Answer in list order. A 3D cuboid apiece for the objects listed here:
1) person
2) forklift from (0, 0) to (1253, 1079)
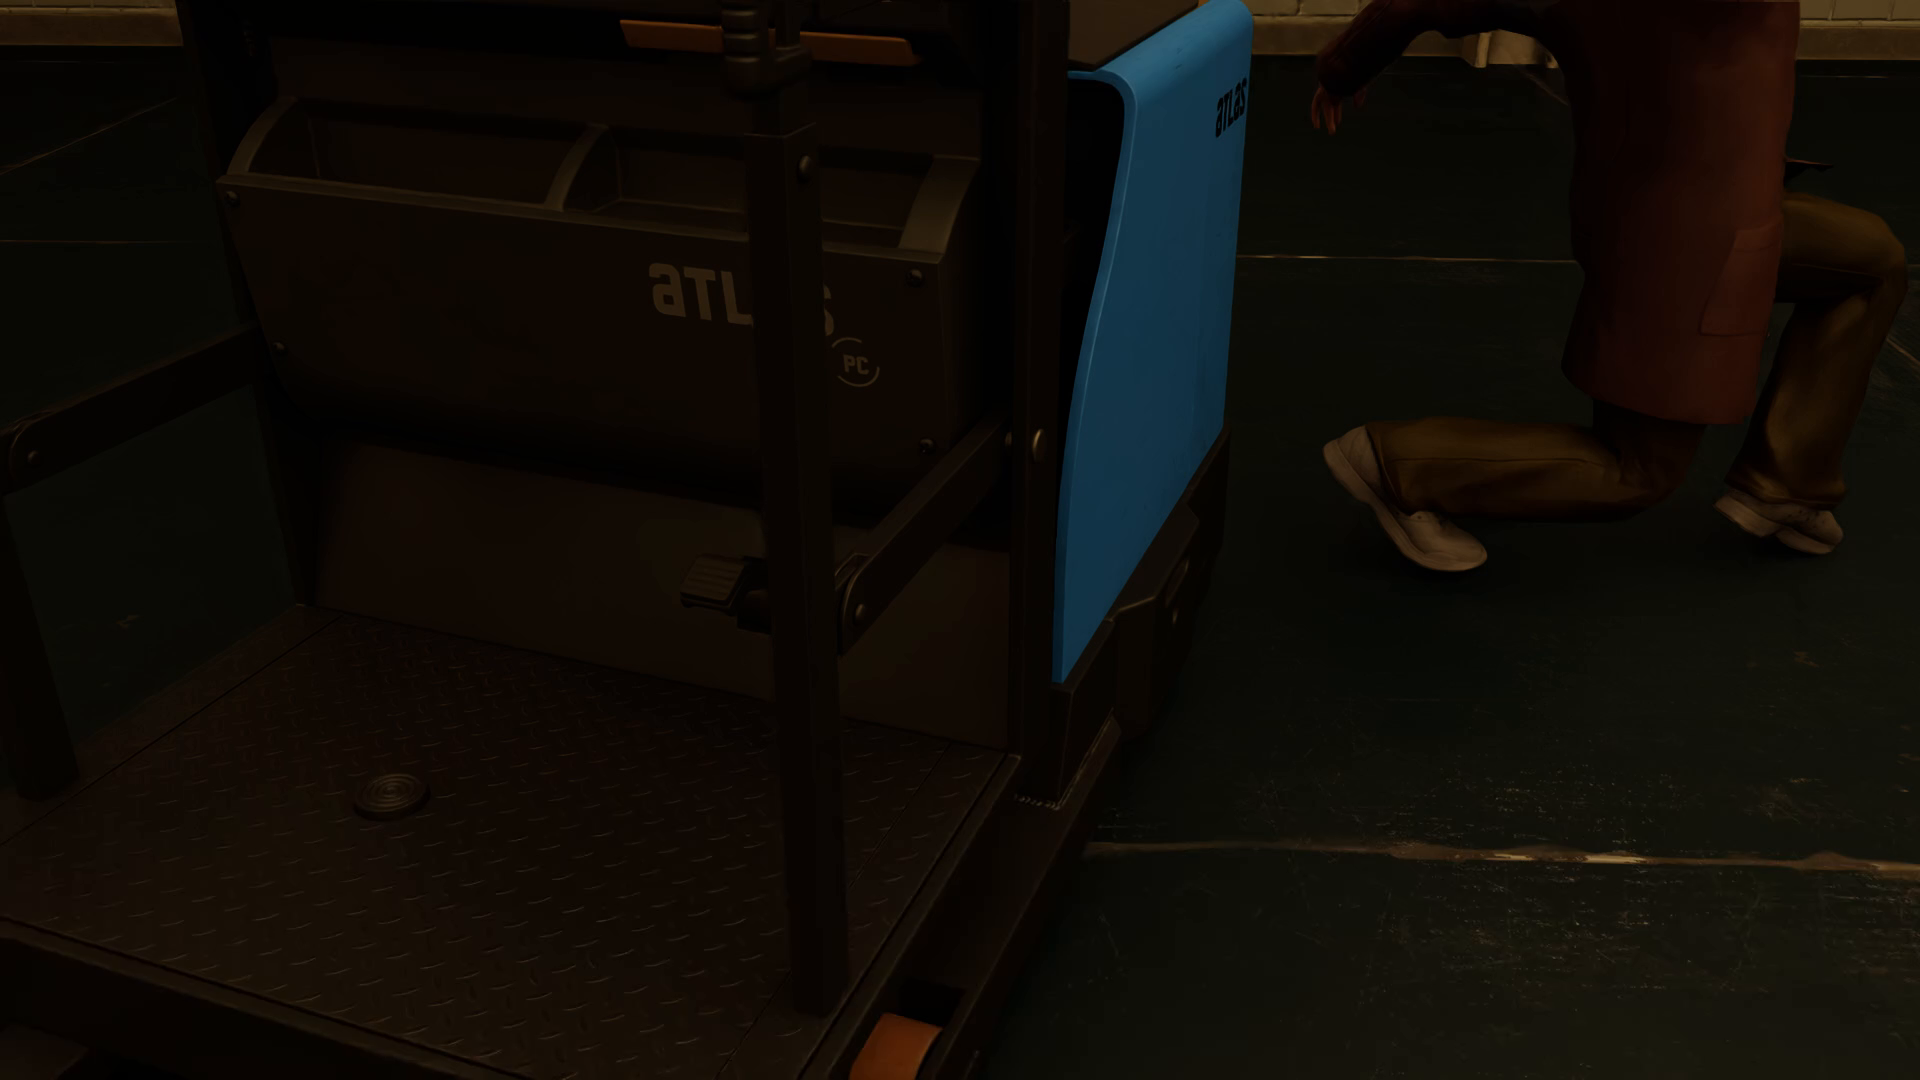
[{"bbox_3d":[1.210,-0.700,3.099,1.049,1.480,0.958,-4,26,-8],"label":"person"},{"bbox_3d":[-0.502,-0.734,1.508,1.130,2.935,3.031,10,28,19],"label":"forklift"}]
